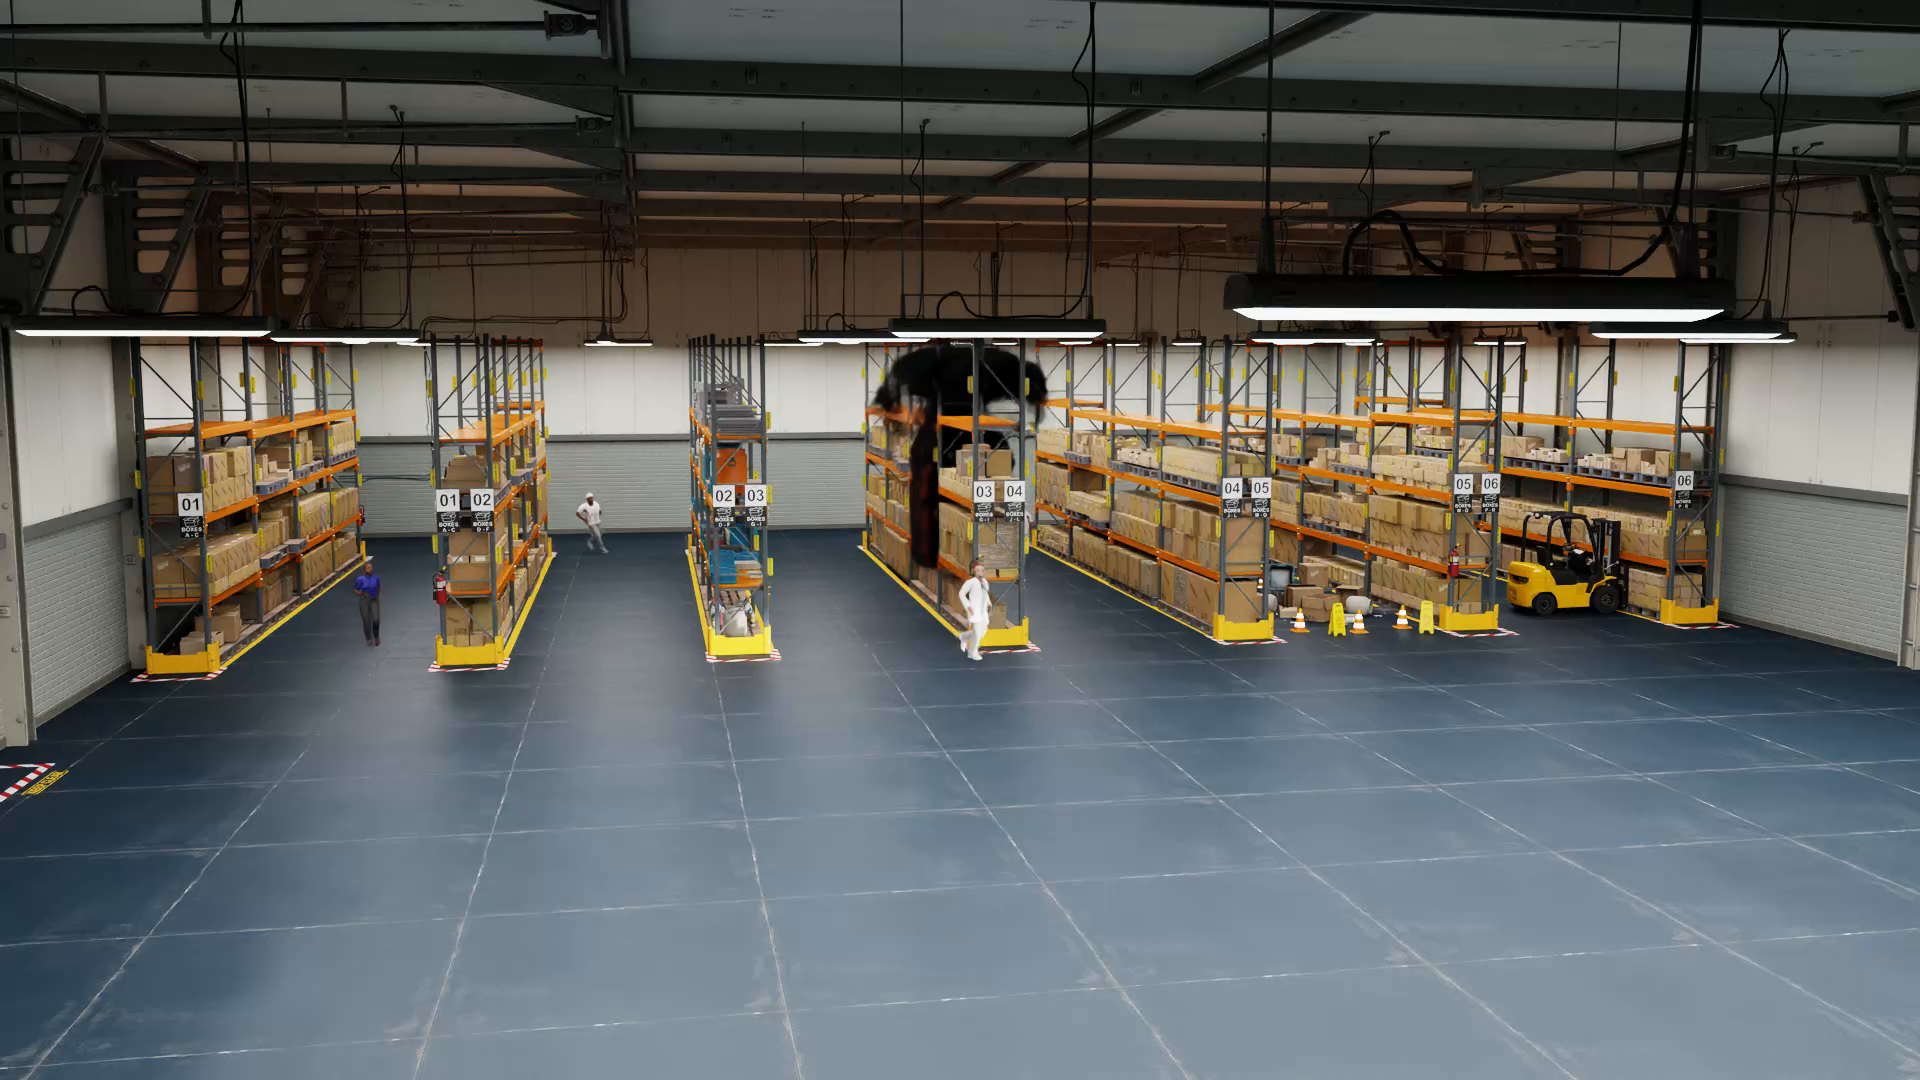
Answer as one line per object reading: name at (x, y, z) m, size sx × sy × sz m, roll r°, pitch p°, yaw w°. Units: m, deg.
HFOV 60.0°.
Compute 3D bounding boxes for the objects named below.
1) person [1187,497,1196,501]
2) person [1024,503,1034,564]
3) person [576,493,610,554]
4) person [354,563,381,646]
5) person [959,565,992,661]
person at (7.133, -0.894, 50.716) m, size 0.673 × 1.671 × 0.644 m, roll 1°, pitch 7°, yaw 5°
person at (1.691, -0.181, 44.488) m, size 0.582 × 1.660 × 0.555 m, roll -1°, pitch 7°, yaw -9°
person at (-10.350, -0.468, 46.616) m, size 0.936 × 1.728 × 0.705 m, roll 5°, pitch 8°, yaw 36°
person at (-11.365, 1.253, 32.006) m, size 0.552 × 1.642 × 0.642 m, roll -4°, pitch 8°, yaw -33°
person at (0.282, 1.331, 30.997) m, size 0.712 × 1.726 × 0.748 m, roll 6°, pitch 9°, yaw 44°
